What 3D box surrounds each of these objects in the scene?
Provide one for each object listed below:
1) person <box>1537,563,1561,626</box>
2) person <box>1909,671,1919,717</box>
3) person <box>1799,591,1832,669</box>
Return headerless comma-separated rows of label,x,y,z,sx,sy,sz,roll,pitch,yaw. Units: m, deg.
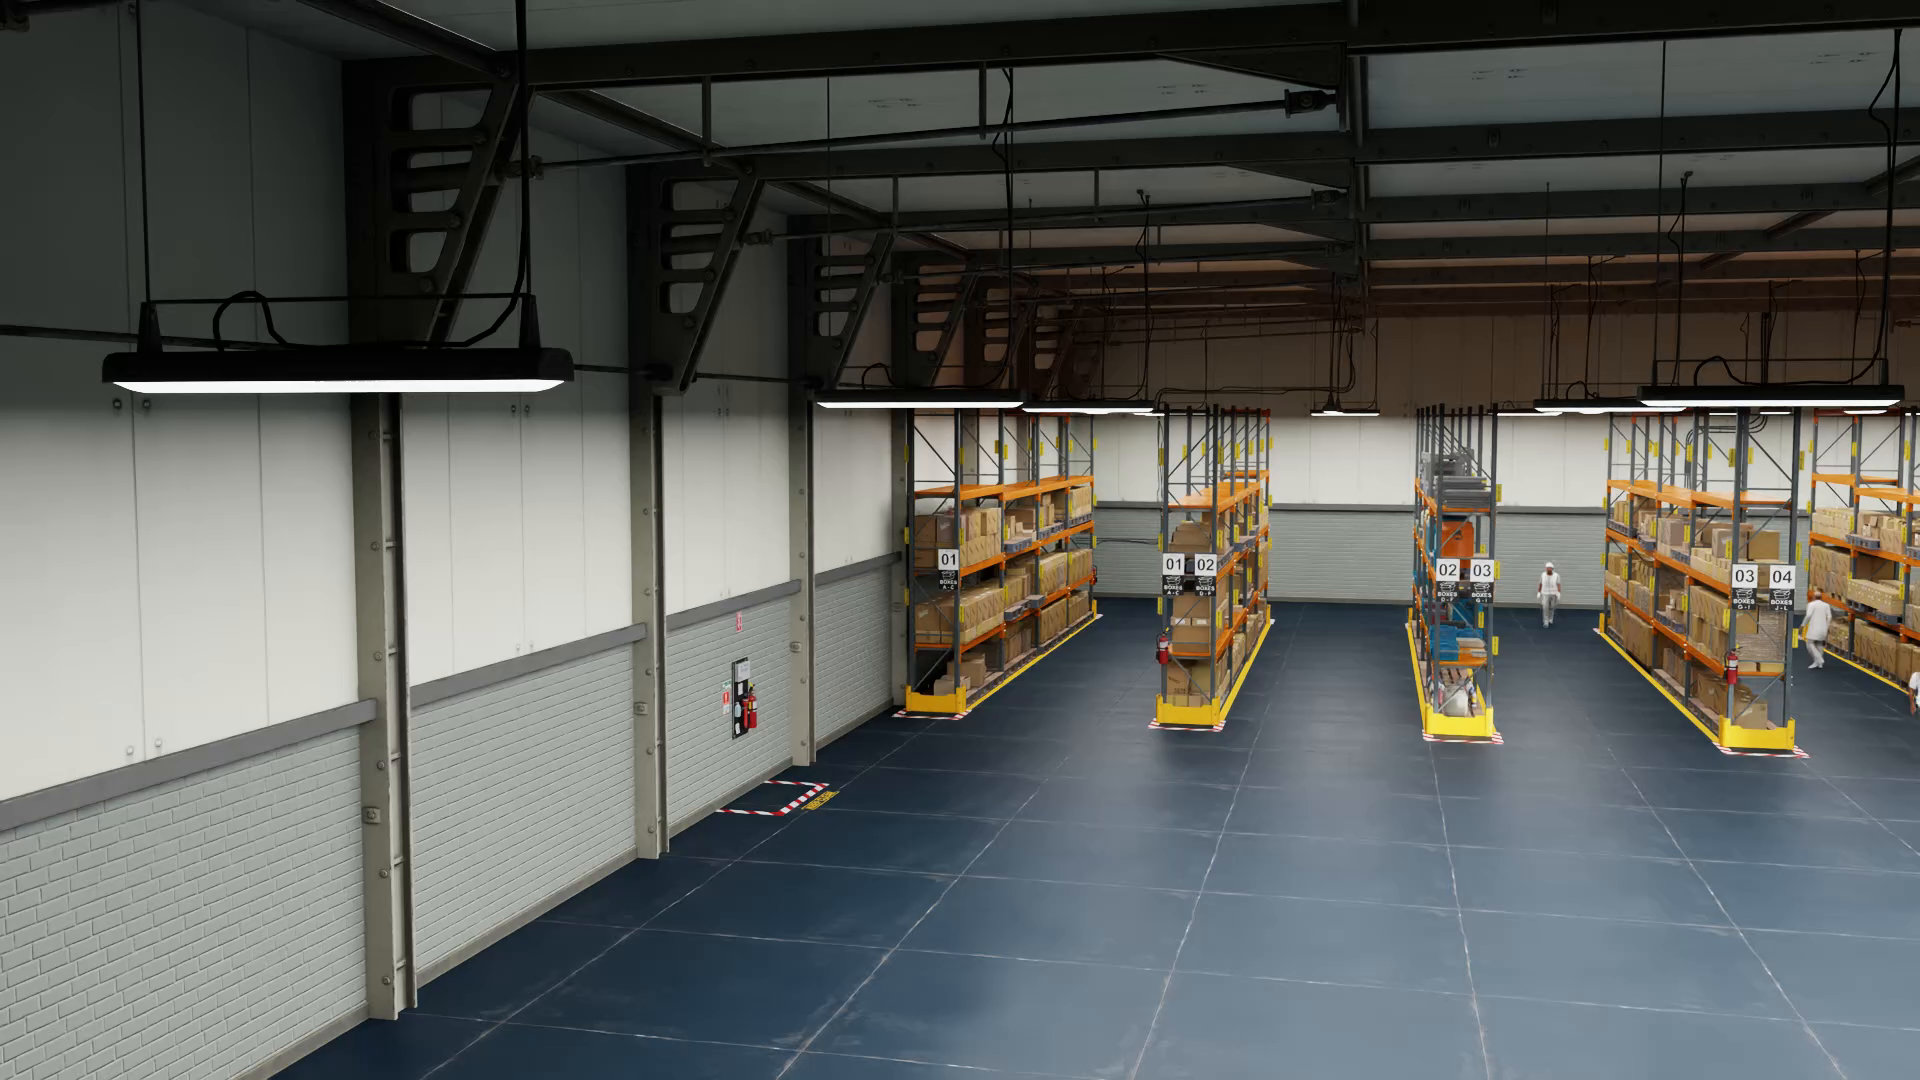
person,16.268,1.490,45.879,0.596,1.720,1.039,1,4,14
person,16.403,2.808,28.102,0.649,1.744,0.582,2,5,22
person,19.772,2.070,38.258,0.659,1.760,0.668,-1,4,-10
